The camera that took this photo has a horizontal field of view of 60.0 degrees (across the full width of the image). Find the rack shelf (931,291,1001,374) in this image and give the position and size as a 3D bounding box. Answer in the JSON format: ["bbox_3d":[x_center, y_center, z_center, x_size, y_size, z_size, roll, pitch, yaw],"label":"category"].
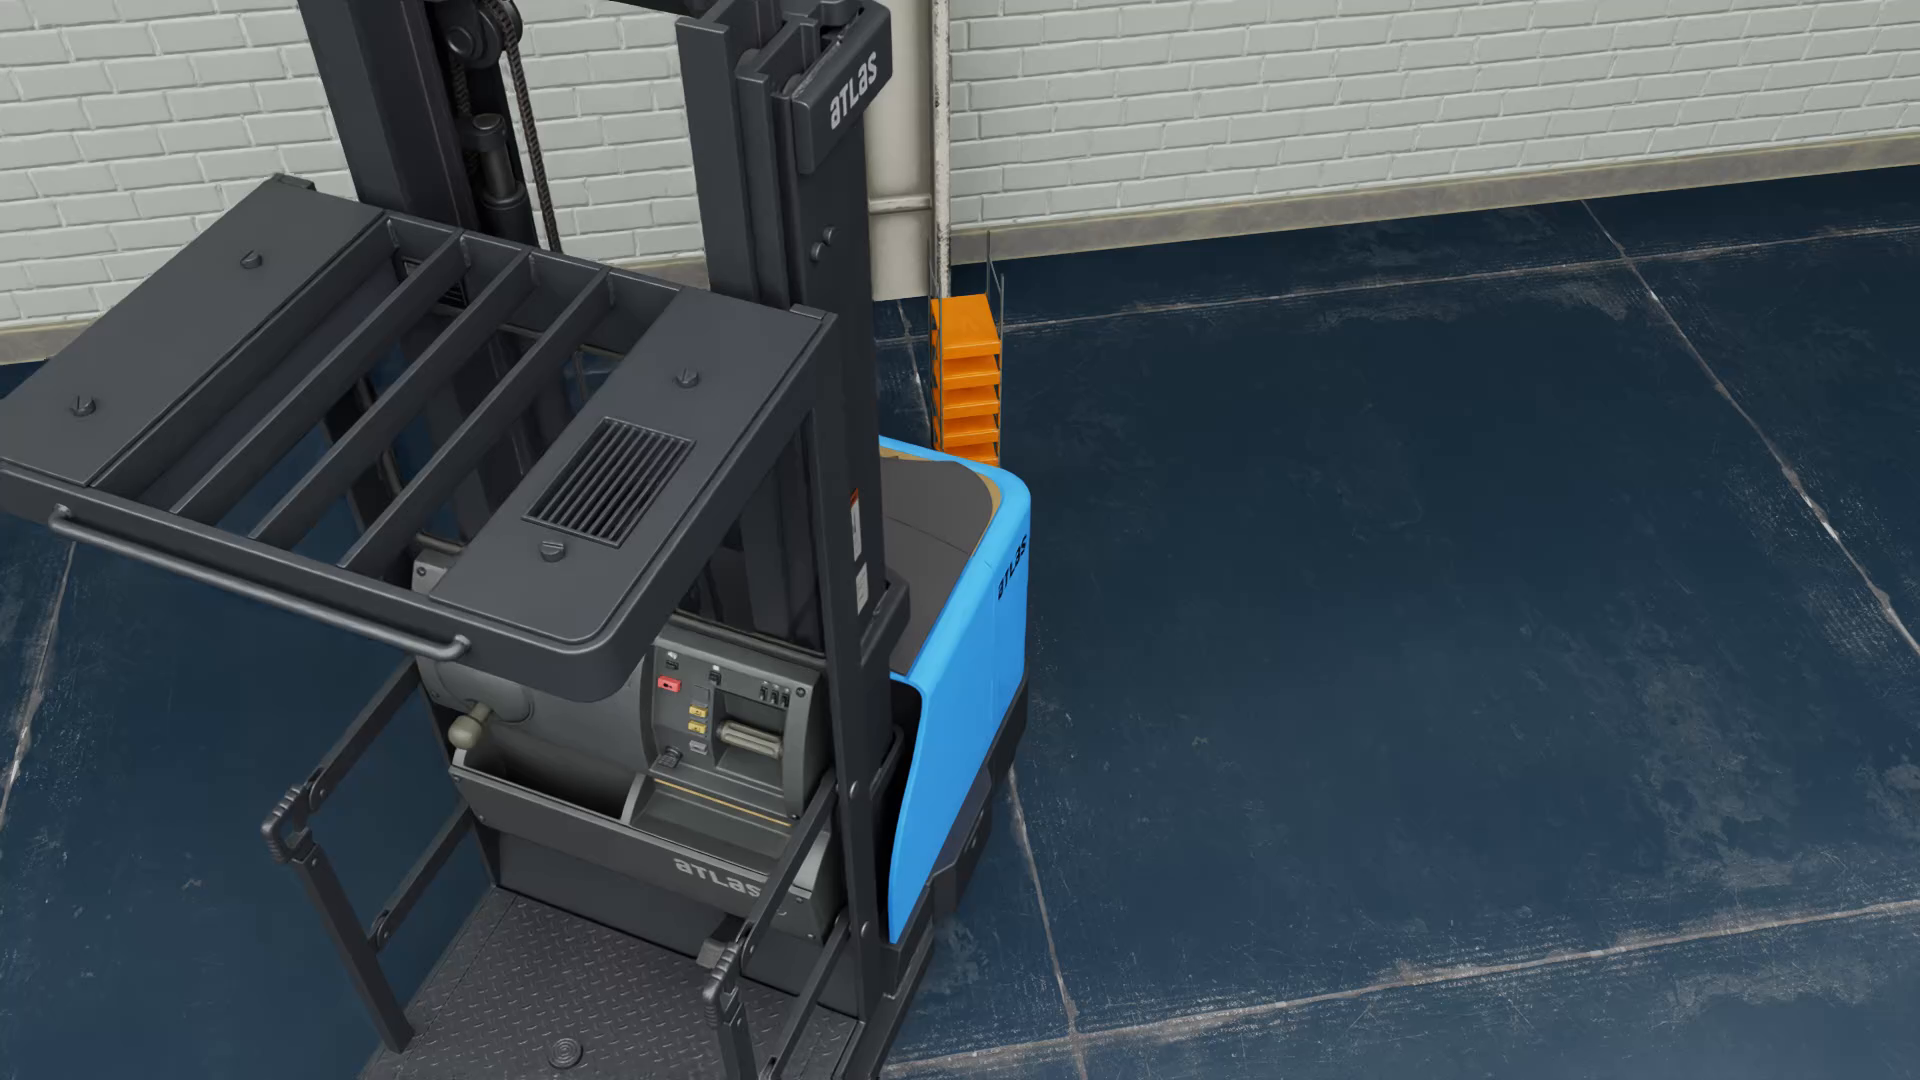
[{"bbox_3d":[0.014,-0.637,5.092,0.180,0.103,0.258,-7,46,-7],"label":"rack shelf"}]

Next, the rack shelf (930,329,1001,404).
[{"bbox_3d":[0.014,-0.554,5.179,0.180,0.103,0.258,-7,46,-7],"label":"rack shelf"}]

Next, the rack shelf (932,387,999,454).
[{"bbox_3d":[0.014,-0.387,5.352,0.180,0.103,0.258,-7,46,-7],"label":"rack shelf"}]

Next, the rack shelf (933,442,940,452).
[{"bbox_3d":[0.014,-0.221,5.524,0.180,0.103,0.258,-7,46,-7],"label":"rack shelf"}]

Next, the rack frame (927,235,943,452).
[{"bbox_3d":[-0.076,-0.407,5.309,0.006,1.200,0.240,-7,46,-7],"label":"rack frame"}]

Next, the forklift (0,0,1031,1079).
[{"bbox_3d":[-0.809,0.415,3.314,1.130,2.935,3.031,16,48,15],"label":"forklift"}]

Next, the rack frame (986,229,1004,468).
[{"bbox_3d":[0.104,-0.429,5.330,0.006,1.200,0.240,-7,46,-7],"label":"rack frame"}]

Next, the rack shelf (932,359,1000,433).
[{"bbox_3d":[0.014,-0.471,5.265,0.180,0.103,0.258,-7,46,-7],"label":"rack shelf"}]

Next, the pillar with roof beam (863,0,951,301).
[{"bbox_3d":[0.477,-1.083,0.545,0.400,9.000,9.100,-7,46,-7],"label":"pillar with roof beam"}]

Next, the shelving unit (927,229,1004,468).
[{"bbox_3d":[0.014,-0.418,5.320,0.189,1.200,0.258,-7,46,-7],"label":"shelving unit"}]

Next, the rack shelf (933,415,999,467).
[{"bbox_3d":[0.014,-0.304,5.438,0.180,0.103,0.258,-7,46,-7],"label":"rack shelf"}]
